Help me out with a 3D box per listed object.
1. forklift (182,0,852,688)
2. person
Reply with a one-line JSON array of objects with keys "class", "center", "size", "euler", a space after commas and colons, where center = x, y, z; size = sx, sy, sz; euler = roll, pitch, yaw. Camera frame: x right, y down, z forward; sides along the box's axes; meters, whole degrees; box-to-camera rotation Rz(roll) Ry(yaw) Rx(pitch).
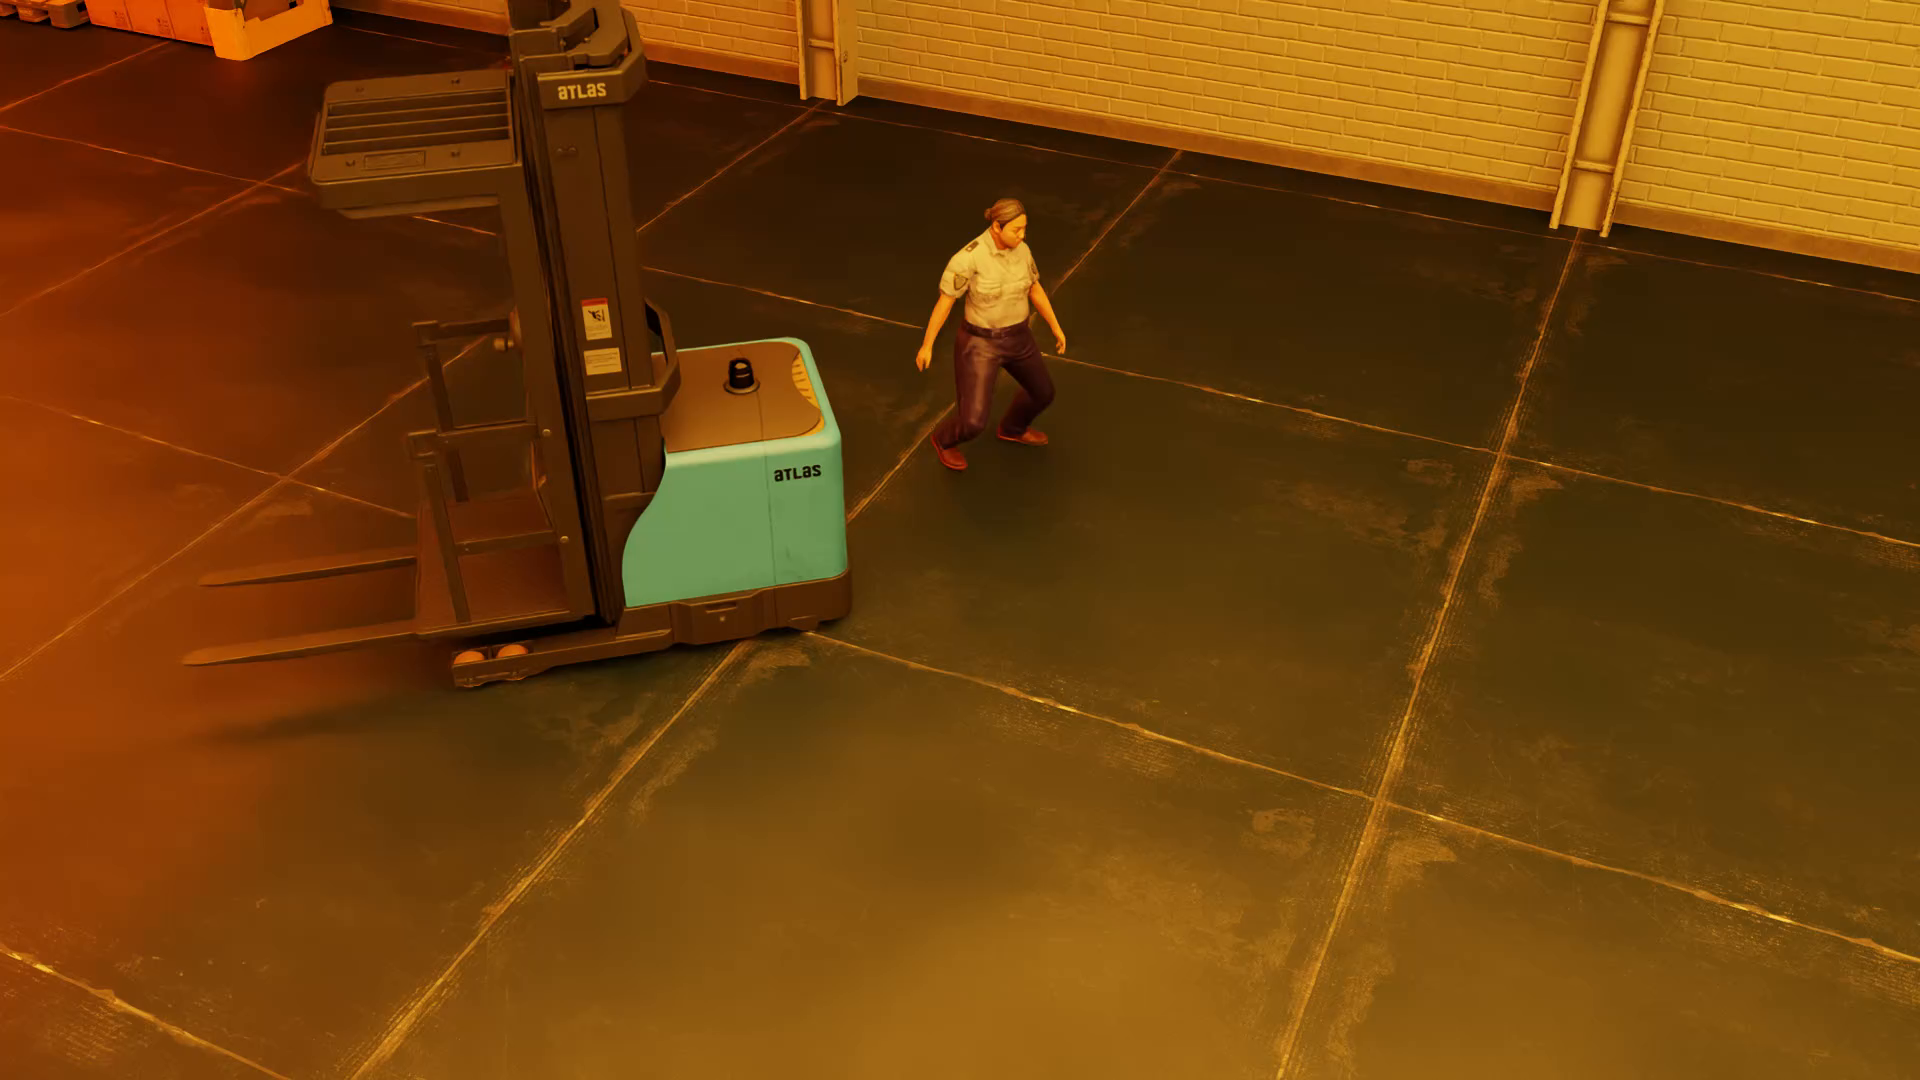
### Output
[{"class": "forklift", "center": [-2.095, -0.853, 7.283], "size": [3.031, 2.935, 1.130], "euler": [-8, 36, -11]}, {"class": "person", "center": [0.176, -1.045, 8.749], "size": [0.838, 1.569, 0.494], "euler": [-19, 40, -25]}]
